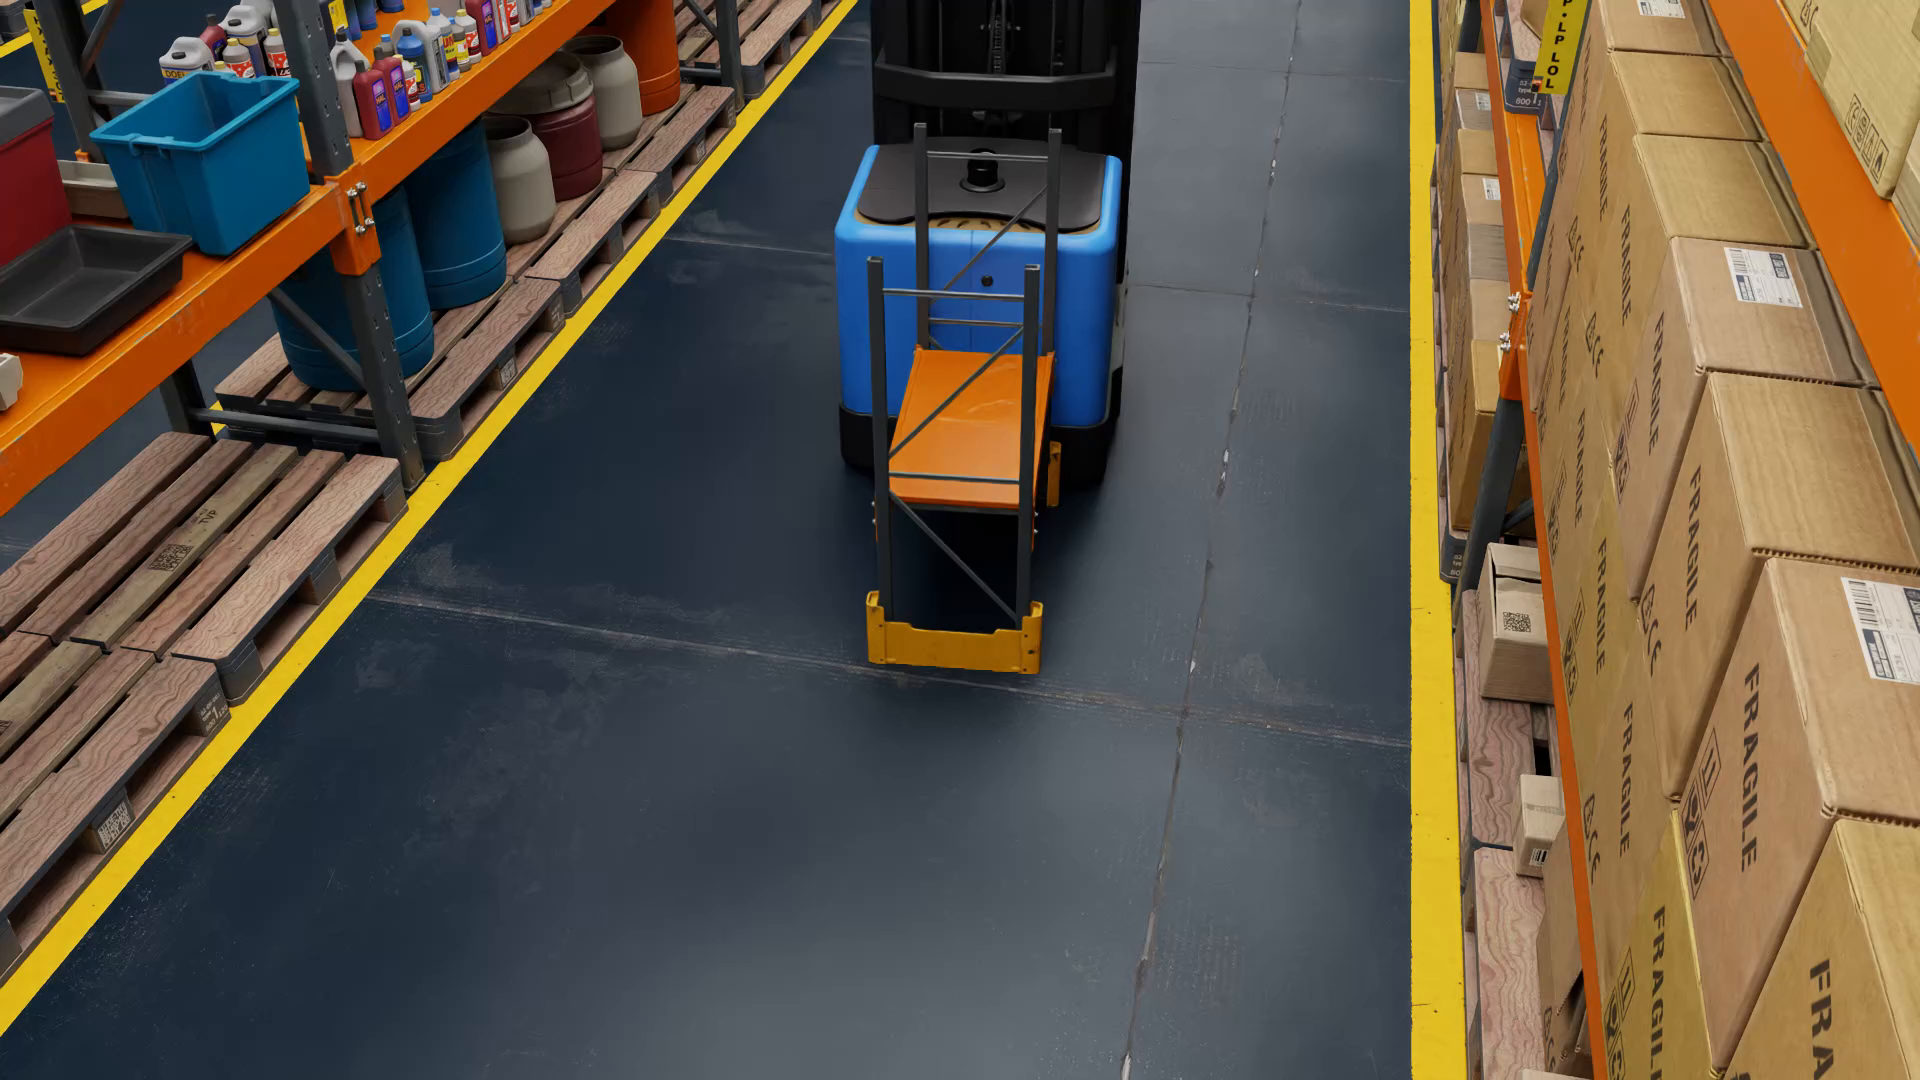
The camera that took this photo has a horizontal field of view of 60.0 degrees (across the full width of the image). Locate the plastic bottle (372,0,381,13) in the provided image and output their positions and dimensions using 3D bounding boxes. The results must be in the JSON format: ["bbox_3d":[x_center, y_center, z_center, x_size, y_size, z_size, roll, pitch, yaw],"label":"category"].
[{"bbox_3d":[-2.585,-2.417,7.135,0.152,0.276,0.135,7,37,10],"label":"plastic bottle"}]

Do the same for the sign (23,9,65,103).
[{"bbox_3d":[-3.154,-1.674,5.768,0.100,0.325,0.005,7,37,10],"label":"sign"}]

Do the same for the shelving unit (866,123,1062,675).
[{"bbox_3d":[0.036,-0.483,5.639,0.587,1.500,1.083,4,36,5],"label":"shelving unit"}]

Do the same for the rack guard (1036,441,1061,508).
[{"bbox_3d":[0.091,-0.268,6.406,0.587,0.250,0.087,4,36,5],"label":"rack guard"}]

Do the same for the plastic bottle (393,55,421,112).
[{"bbox_3d":[-2.087,-1.713,6.227,0.097,0.201,0.097,0,36,0],"label":"plastic bottle"}]

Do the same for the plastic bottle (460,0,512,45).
[{"bbox_3d":[-1.948,-2.190,6.822,0.152,0.276,0.135,7,37,10],"label":"plastic bottle"}]

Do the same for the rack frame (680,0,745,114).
[{"bbox_3d":[-1.763,-3.785,8.917,1.000,3.000,0.127,7,37,10],"label":"rack frame"}]

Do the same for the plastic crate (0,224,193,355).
[{"bbox_3d":[-2.594,-0.730,4.884,0.437,0.125,0.590,7,37,10],"label":"plastic crate"}]

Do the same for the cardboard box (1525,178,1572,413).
[{"bbox_3d":[1.846,-0.652,4.508,0.500,0.500,0.500,8,37,11],"label":"cardboard box"}]

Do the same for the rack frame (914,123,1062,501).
[{"bbox_3d":[0.093,-0.785,6.055,0.500,1.500,0.032,4,36,5],"label":"rack frame"}]

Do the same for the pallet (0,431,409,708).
[{"bbox_3d":[-2.736,0.063,5.983,1.003,0.211,1.213,7,37,10],"label":"pallet"}]

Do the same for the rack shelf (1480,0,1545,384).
[{"bbox_3d":[2.649,-1.724,6.686,1.077,0.370,4.000,7,37,10],"label":"rack shelf"}]

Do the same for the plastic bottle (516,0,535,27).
[{"bbox_3d":[-1.899,-2.323,7.005,0.152,0.276,0.135,7,37,10],"label":"plastic bottle"}]

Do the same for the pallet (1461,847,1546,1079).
[{"bbox_3d":[1.815,1.355,4.201,1.003,0.211,1.213,7,37,10],"label":"pallet"}]

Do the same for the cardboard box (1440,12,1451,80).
[{"bbox_3d":[3.056,-2.847,9.608,0.500,0.250,0.500,7,37,9],"label":"cardboard box"}]

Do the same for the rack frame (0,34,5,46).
[{"bbox_3d":[-6.601,-4.406,9.773,1.000,3.000,0.127,7,37,10],"label":"rack frame"}]

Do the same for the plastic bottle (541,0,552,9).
[{"bbox_3d":[-1.826,-2.440,7.171,0.097,0.271,0.097,0,36,0],"label":"plastic bottle"}]

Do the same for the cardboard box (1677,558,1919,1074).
[{"bbox_3d":[1.300,0.399,2.206,0.500,0.500,0.500,8,37,11],"label":"cardboard box"}]

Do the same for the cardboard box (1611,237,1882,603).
[{"bbox_3d":[1.516,-0.193,3.023,0.500,0.500,0.500,8,37,11],"label":"cardboard box"}]

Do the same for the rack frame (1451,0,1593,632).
[{"bbox_3d":[2.221,-0.869,4.893,1.000,3.000,0.127,7,37,10],"label":"rack frame"}]

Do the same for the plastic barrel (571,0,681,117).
[{"bbox_3d":[-1.850,-2.794,9.041,0.600,0.830,0.708,7,37,10],"label":"plastic barrel"}]

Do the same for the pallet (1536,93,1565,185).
[{"bbox_3d":[2.499,-1.236,5.563,1.003,0.211,1.213,7,37,10],"label":"pallet"}]

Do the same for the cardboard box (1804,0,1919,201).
[{"bbox_3d":[1.431,-0.631,2.136,0.500,0.250,0.500,7,37,10],"label":"cardboard box"}]

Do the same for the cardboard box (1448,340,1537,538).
[{"bbox_3d":[2.047,-0.354,5.938,0.500,0.500,0.500,7,37,10],"label":"cardboard box"}]

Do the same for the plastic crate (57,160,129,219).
[{"bbox_3d":[-2.856,-1.161,5.469,0.396,0.136,0.243,7,37,10],"label":"plastic crate"}]

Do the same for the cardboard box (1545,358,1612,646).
[{"bbox_3d":[1.631,-0.071,3.707,0.500,0.500,0.500,7,37,10],"label":"cardboard box"}]

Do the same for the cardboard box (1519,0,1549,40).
[{"bbox_3d":[2.538,-2.100,6.149,0.700,0.500,0.500,-1,36,-2],"label":"cardboard box"}]

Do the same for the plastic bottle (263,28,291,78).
[{"bbox_3d":[-2.645,-1.883,6.461,0.097,0.201,0.097,0,36,0],"label":"plastic bottle"}]

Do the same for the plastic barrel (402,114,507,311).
[{"bbox_3d":[-2.333,-1.528,7.233,0.600,0.901,0.708,7,37,10],"label":"plastic barrel"}]

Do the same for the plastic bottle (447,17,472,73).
[{"bbox_3d":[-1.995,-1.958,6.565,0.097,0.201,0.097,0,36,0],"label":"plastic bottle"}]

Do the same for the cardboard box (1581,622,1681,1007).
[{"bbox_3d":[1.416,0.509,2.906,0.500,0.500,0.500,8,37,10],"label":"cardboard box"}]

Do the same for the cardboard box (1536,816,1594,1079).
[{"bbox_3d":[1.825,1.041,4.010,0.797,0.503,0.637,7,37,10],"label":"cardboard box"}]

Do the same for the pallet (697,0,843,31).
[{"bbox_3d":[-1.296,-3.793,11.303,1.003,0.211,1.213,7,37,10],"label":"pallet"}]

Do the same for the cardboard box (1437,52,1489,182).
[{"bbox_3d":[2.699,-2.103,8.351,0.500,0.500,0.500,9,37,12],"label":"cardboard box"}]

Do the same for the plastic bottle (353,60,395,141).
[{"bbox_3d":[-2.122,-1.602,6.003,0.061,0.283,0.133,7,37,10],"label":"plastic bottle"}]

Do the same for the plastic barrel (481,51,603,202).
[{"bbox_3d":[-2.092,-2.049,8.218,0.600,0.588,0.708,7,37,10],"label":"plastic barrel"}]

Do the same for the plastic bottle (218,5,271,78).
[{"bbox_3d":[-2.771,-1.918,6.446,0.152,0.276,0.135,7,37,10],"label":"plastic bottle"}]

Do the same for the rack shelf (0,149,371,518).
[{"bbox_3d":[-3.044,-0.054,4.382,1.077,0.370,4.000,7,37,10],"label":"rack shelf"}]

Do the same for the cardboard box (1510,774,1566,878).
[{"bbox_3d":[1.745,0.811,4.615,0.380,0.166,0.250,7,37,10],"label":"cardboard box"}]

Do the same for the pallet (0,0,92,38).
[{"bbox_3d":[-6.433,-3.725,11.210,1.003,0.211,1.213,7,37,10],"label":"pallet"}]

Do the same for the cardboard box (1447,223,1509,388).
[{"bbox_3d":[2.268,-0.924,6.724,0.500,0.500,0.500,8,37,11],"label":"cardboard box"}]

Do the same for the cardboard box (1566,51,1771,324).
[{"bbox_3d":[1.736,-0.784,3.838,0.500,0.500,0.500,6,36,9],"label":"cardboard box"}]

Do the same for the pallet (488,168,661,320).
[{"bbox_3d":[-2.153,-1.502,8.142,1.003,0.211,1.213,7,37,10],"label":"pallet"}]

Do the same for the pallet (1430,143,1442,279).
[{"bbox_3d":[2.879,-1.610,8.292,1.003,0.211,1.213,7,37,10],"label":"pallet"}]

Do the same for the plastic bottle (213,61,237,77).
[{"bbox_3d":[-2.723,-1.673,6.172,0.097,0.201,0.097,0,36,0],"label":"plastic bottle"}]

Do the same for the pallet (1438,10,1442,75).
[{"bbox_3d":[3.552,-3.198,10.482,1.003,0.211,1.213,7,37,10],"label":"pallet"}]

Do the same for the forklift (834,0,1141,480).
[{"bbox_3d":[0.210,-2.270,6.884,1.130,2.935,3.031,4,36,5],"label":"forklift"}]

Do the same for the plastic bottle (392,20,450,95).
[{"bbox_3d":[-2.068,-1.869,6.379,0.152,0.276,0.135,7,37,10],"label":"plastic bottle"}]

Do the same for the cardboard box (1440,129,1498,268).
[{"bbox_3d":[2.481,-1.515,7.540,0.500,0.500,0.500,7,36,9],"label":"cardboard box"}]

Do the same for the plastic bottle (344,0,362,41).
[{"bbox_3d":[-2.537,-2.200,6.839,0.097,0.271,0.097,0,36,0],"label":"plastic bottle"}]

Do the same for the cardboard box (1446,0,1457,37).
[{"bbox_3d":[3.052,-3.076,9.446,0.500,0.311,0.500,7,36,9],"label":"cardboard box"}]

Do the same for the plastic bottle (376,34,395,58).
[{"bbox_3d":[-2.194,-1.844,6.408,0.097,0.201,0.097,0,36,0],"label":"plastic bottle"}]

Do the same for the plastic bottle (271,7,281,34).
[{"bbox_3d":[-2.599,-2.022,6.526,0.144,0.351,0.185,7,37,10],"label":"plastic bottle"}]

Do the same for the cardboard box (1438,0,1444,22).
[{"bbox_3d":[3.274,-3.430,10.412,0.500,0.250,0.500,8,37,11],"label":"cardboard box"}]

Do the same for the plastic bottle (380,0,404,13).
[{"bbox_3d":[-2.459,-2.410,7.129,0.097,0.271,0.097,0,36,0],"label":"plastic bottle"}]

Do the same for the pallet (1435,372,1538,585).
[{"bbox_3d":[2.358,-0.211,6.362,1.003,0.211,1.213,7,37,10],"label":"pallet"}]
